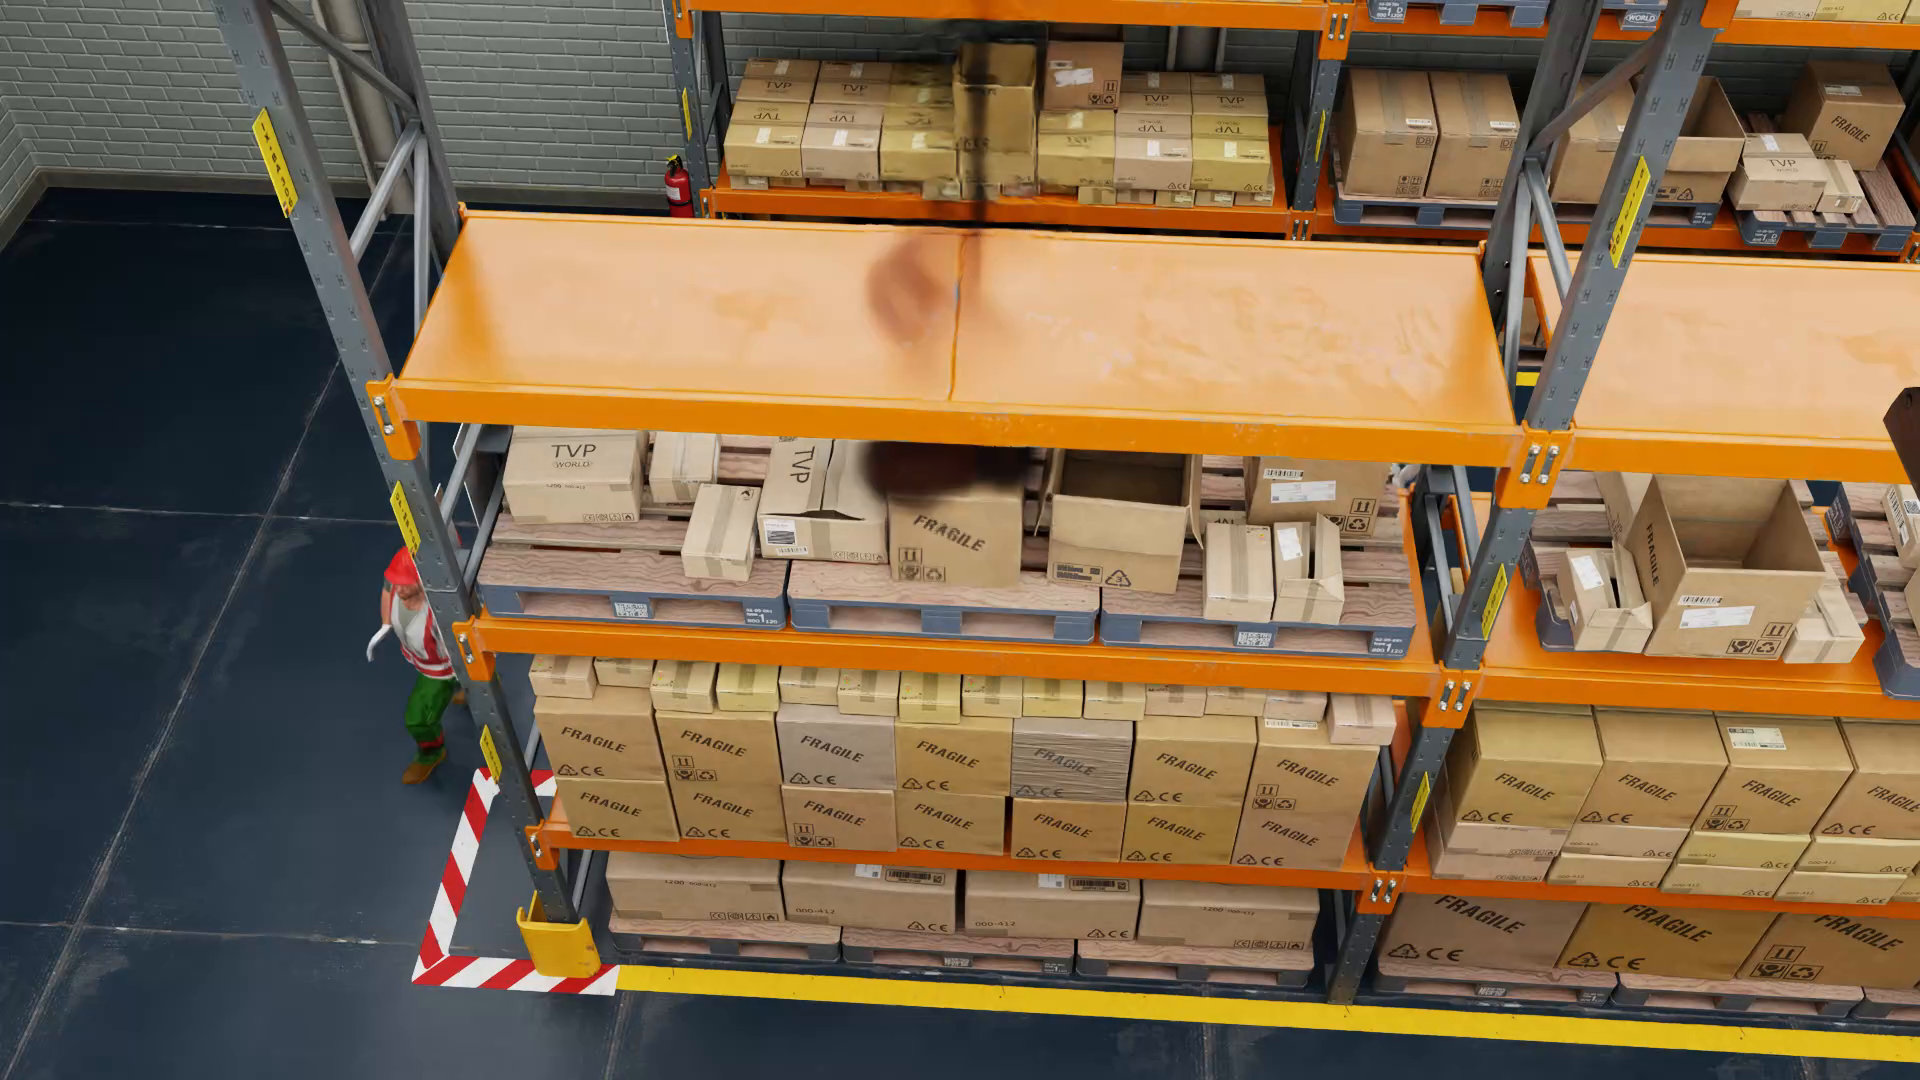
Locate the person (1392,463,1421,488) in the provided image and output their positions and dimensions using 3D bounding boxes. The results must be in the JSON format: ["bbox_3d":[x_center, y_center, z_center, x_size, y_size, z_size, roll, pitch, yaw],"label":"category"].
[{"bbox_3d":[2.455,-0.394,9.970,0.801,1.735,0.553,-4,48,-3],"label":"person"}]

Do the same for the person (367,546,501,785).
[{"bbox_3d":[-2.815,0.639,8.977,0.721,1.805,0.804,33,56,26],"label":"person"}]
